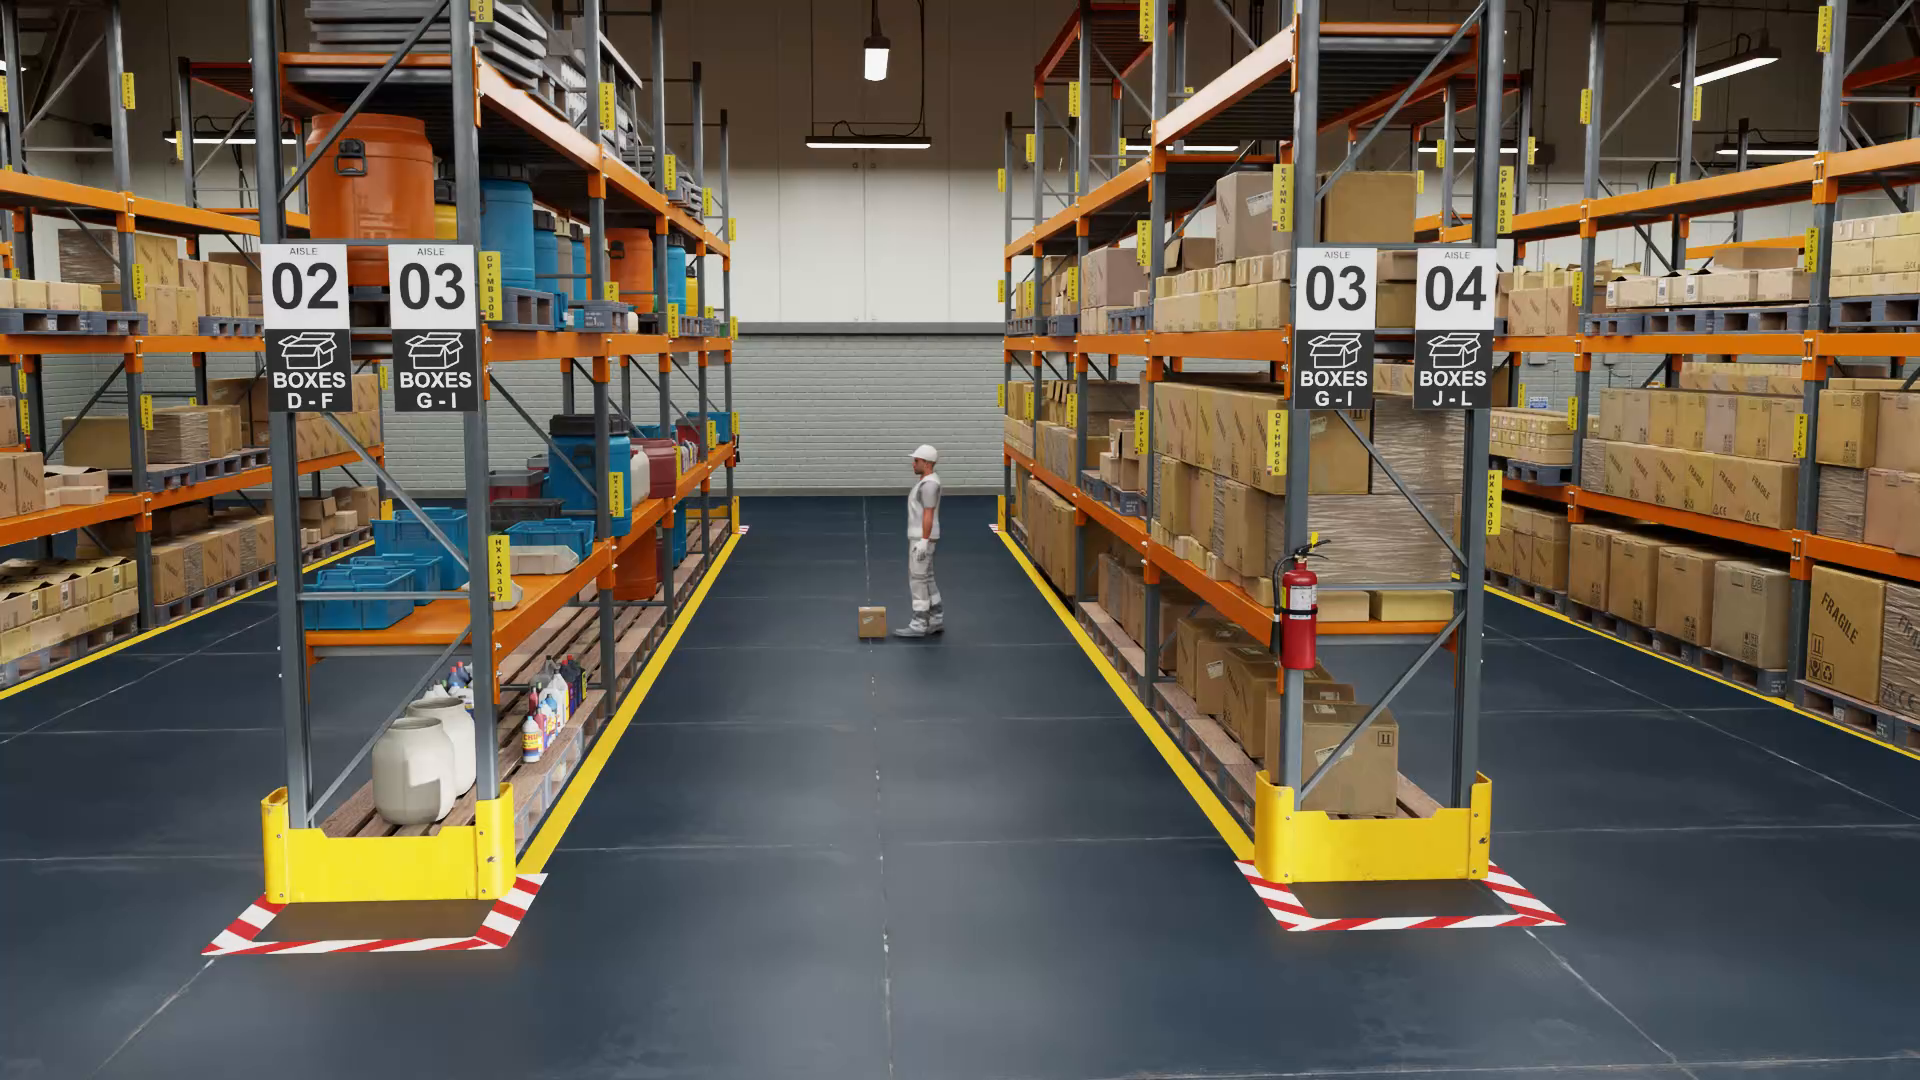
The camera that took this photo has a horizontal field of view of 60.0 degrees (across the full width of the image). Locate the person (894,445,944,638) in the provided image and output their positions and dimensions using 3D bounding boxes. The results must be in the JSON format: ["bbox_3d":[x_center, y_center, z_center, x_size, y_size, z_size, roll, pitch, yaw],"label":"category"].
[{"bbox_3d":[-0.383,0.017,15.565,0.482,1.812,0.541,0,7,-2],"label":"person"}]
